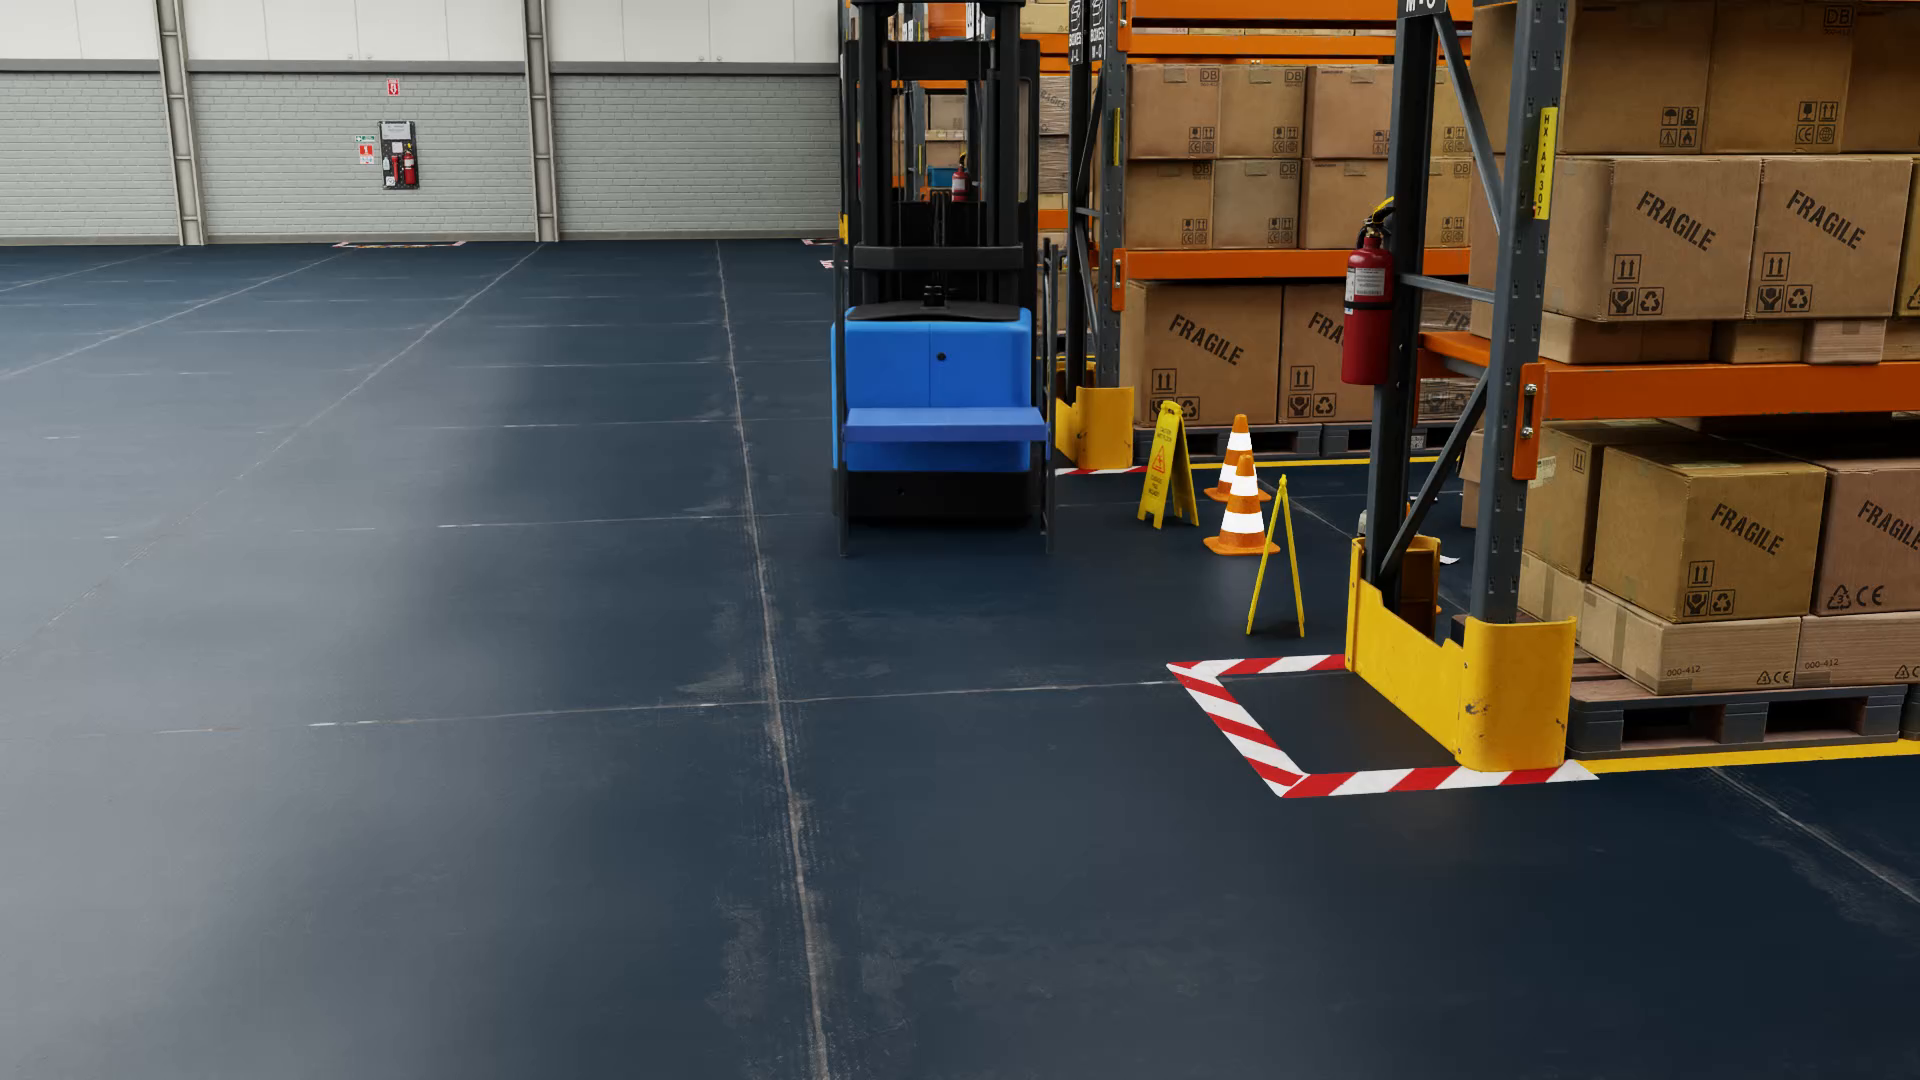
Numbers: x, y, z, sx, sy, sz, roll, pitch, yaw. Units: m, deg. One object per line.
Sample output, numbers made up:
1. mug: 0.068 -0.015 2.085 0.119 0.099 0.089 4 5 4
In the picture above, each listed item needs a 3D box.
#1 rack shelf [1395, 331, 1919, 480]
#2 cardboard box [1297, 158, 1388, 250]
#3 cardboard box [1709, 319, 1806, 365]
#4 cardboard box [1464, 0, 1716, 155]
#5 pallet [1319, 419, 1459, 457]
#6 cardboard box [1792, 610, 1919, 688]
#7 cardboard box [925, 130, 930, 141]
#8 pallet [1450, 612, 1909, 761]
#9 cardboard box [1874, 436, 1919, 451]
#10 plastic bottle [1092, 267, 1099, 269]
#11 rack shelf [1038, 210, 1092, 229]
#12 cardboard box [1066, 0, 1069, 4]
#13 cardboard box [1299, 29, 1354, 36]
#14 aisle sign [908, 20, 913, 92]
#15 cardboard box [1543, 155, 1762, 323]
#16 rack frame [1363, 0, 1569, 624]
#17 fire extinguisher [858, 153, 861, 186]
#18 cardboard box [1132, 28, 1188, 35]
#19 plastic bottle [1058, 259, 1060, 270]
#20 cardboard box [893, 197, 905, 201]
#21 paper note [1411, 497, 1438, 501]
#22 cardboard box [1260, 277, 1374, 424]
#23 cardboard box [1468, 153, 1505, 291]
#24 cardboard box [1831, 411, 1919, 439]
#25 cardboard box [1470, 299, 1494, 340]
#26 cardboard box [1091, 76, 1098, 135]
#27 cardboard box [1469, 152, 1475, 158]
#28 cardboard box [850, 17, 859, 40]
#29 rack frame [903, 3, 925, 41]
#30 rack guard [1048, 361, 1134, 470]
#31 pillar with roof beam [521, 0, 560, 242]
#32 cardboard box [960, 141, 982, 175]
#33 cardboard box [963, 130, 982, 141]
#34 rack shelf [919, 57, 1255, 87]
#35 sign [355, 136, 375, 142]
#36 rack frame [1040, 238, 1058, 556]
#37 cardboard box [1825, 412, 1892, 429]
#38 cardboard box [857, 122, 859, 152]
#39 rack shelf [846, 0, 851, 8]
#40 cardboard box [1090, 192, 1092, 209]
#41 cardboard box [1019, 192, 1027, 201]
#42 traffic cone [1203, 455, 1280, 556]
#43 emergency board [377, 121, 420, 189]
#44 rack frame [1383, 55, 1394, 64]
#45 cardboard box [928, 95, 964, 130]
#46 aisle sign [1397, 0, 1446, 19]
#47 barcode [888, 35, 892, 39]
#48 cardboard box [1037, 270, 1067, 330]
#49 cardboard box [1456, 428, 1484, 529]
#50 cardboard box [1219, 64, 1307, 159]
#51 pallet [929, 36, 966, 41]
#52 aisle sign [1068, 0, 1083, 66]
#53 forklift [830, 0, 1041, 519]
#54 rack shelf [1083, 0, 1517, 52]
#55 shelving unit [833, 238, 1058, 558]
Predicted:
1. rack shelf: 3.650 -0.564 5.992 4.000 0.370 1.077 -2 14 -8
2. cardboard box: 2.308 -2.139 10.488 0.550 0.550 0.875 -2 14 -8
3. cardboard box: 2.561 -0.683 5.507 0.250 0.149 0.380 -3 14 -10
4. cardboard box: 2.145 -1.589 5.728 0.500 0.500 0.700 -2 14 -10
5. pallet: 2.818 -0.766 11.051 1.213 0.211 1.003 -2 14 -8
6. cardboard box: 3.017 0.311 5.816 0.500 0.250 0.500 -2 14 -6
7. cardboard box: -0.595 -5.943 24.422 0.250 0.149 0.380 -2 14 -10
8. pallet: 2.556 0.489 6.049 1.213 0.211 1.003 -2 14 -8
9. cardboard box: 3.548 -0.074 5.807 0.500 0.500 0.500 -2 14 -7
10. plastic bottle: 1.636 -3.308 20.162 0.097 0.271 0.097 0 14 0
11. rack shelf: 2.174 -2.947 15.497 4.000 0.370 1.077 -2 14 -8
12. cardboard box: 1.005 -4.779 14.642 0.250 0.149 0.380 -2 14 -9
13. cardboard box: 3.221 -4.655 14.970 0.500 0.250 0.500 -2 14 -7
14. aisle sign: -0.569 -5.603 19.263 0.004 0.787 0.394 -2 14 -8
15. cardboard box: 2.182 -0.983 5.369 0.500 0.500 0.500 -2 14 -9
16. rack frame: 1.672 -0.840 5.615 0.127 3.000 1.000 -2 14 -8
17. fire extinguisher: -1.462 -5.677 25.060 0.183 0.674 0.296 -2 14 -8
18. cardboard box: 1.710 -4.598 14.743 0.500 0.250 0.500 -2 14 -9
19. plastic bottle: 1.209 -3.443 20.843 0.097 0.201 0.097 0 14 0
20. cardboard box: -0.790 -4.932 25.177 0.500 0.500 0.500 -2 14 -8
21. paper note: 2.597 -0.233 9.302 0.142 0.017 0.144 3 14 11
22. cardboard box: 2.365 -1.273 10.846 0.875 0.875 0.875 -2 14 -9
23. cardboard box: 2.168 -1.119 5.909 0.500 0.500 0.500 -2 14 -9
24. cardboard box: 3.441 -0.202 6.318 0.500 0.500 0.500 -2 14 -10
25. cardboard box: 2.010 -0.783 5.905 0.250 0.149 0.380 -2 14 -6
26. cardboard box: 1.276 -3.872 14.834 0.500 0.500 0.500 -2 14 -8
27. cardboard box: 3.339 -2.729 10.619 0.550 0.550 0.875 -2 14 -8
28. cardboard box: -1.601 -8.752 28.695 0.500 0.500 0.500 -3 14 -12
29. rack frame: -0.542 -7.325 19.141 0.127 3.000 1.000 -2 14 -8
30. rack guard: 0.811 -0.814 10.649 0.348 0.500 1.175 -2 14 -8
31. pillar with roof beam: -6.746 -8.689 24.578 0.400 9.000 9.100 -2 14 -8
32. cardboard box: 0.198 -5.706 24.812 0.500 0.500 0.700 -2 14 -8
33. cardboard box: 0.165 -5.970 24.532 0.250 0.149 0.380 -3 14 -10
34. rack shelf: 1.436 -5.594 19.882 4.000 0.370 1.077 -2 14 -8
35. sign: -10.393 -7.011 29.059 0.331 0.109 0.001 -2 14 -8
36. rack frame: 0.435 -0.711 8.182 0.032 1.500 0.500 0 14 -2
37. cardboard box: 3.289 -0.527 6.281 0.250 0.149 0.380 -1 14 -6
38. cardboard box: -1.583 -7.167 29.570 0.500 0.500 0.500 -2 14 -9
39. rack shelf: -0.040 -9.430 29.020 4.000 0.370 1.077 -2 14 -8
40. cardboard box: 1.257 -3.079 15.059 0.250 0.149 0.380 -2 14 -8
41. cardboard box: 0.513 -3.055 14.963 0.250 0.149 0.380 -2 14 -8
42. traffic cone: 1.404 -0.190 8.239 0.334 0.463 0.336 -2 14 -8
43. emergency board: -9.837 -6.734 29.116 0.643 1.169 0.194 -2 14 -8
44. rack frame: 4.151 -3.369 15.698 0.127 3.000 1.000 -2 14 -8
45. cardboard box: -0.241 -6.321 24.596 0.500 0.500 0.700 -2 14 -10
46. aisle sign: 1.568 -2.169 5.568 0.004 0.787 0.394 -2 14 -8
47. barcode: -1.050 -7.470 24.693 0.075 0.075 0.001 -2 14 -8
48. cardboard box: 0.816 -2.234 15.447 0.500 0.500 0.500 1 14 2
49. cardboard box: 3.032 -0.302 8.601 0.797 0.503 0.637 12 18 40
50. cardboard box: 1.738 -2.670 10.383 0.550 0.550 0.875 -2 14 -8
51. pallet: 0.291 -5.785 19.555 1.213 0.211 1.003 -2 14 -8
52. aisle sign: 0.720 -3.358 10.310 0.004 0.787 0.394 -2 14 -8
53. forklift: -0.086 -1.835 9.723 1.130 2.935 3.031 1 14 3
54. rack shelf: 2.813 -3.206 10.360 4.000 0.370 1.077 -2 14 -8
55. shelving unit: -0.073 -0.707 8.167 1.048 1.500 0.538 0 14 -2
